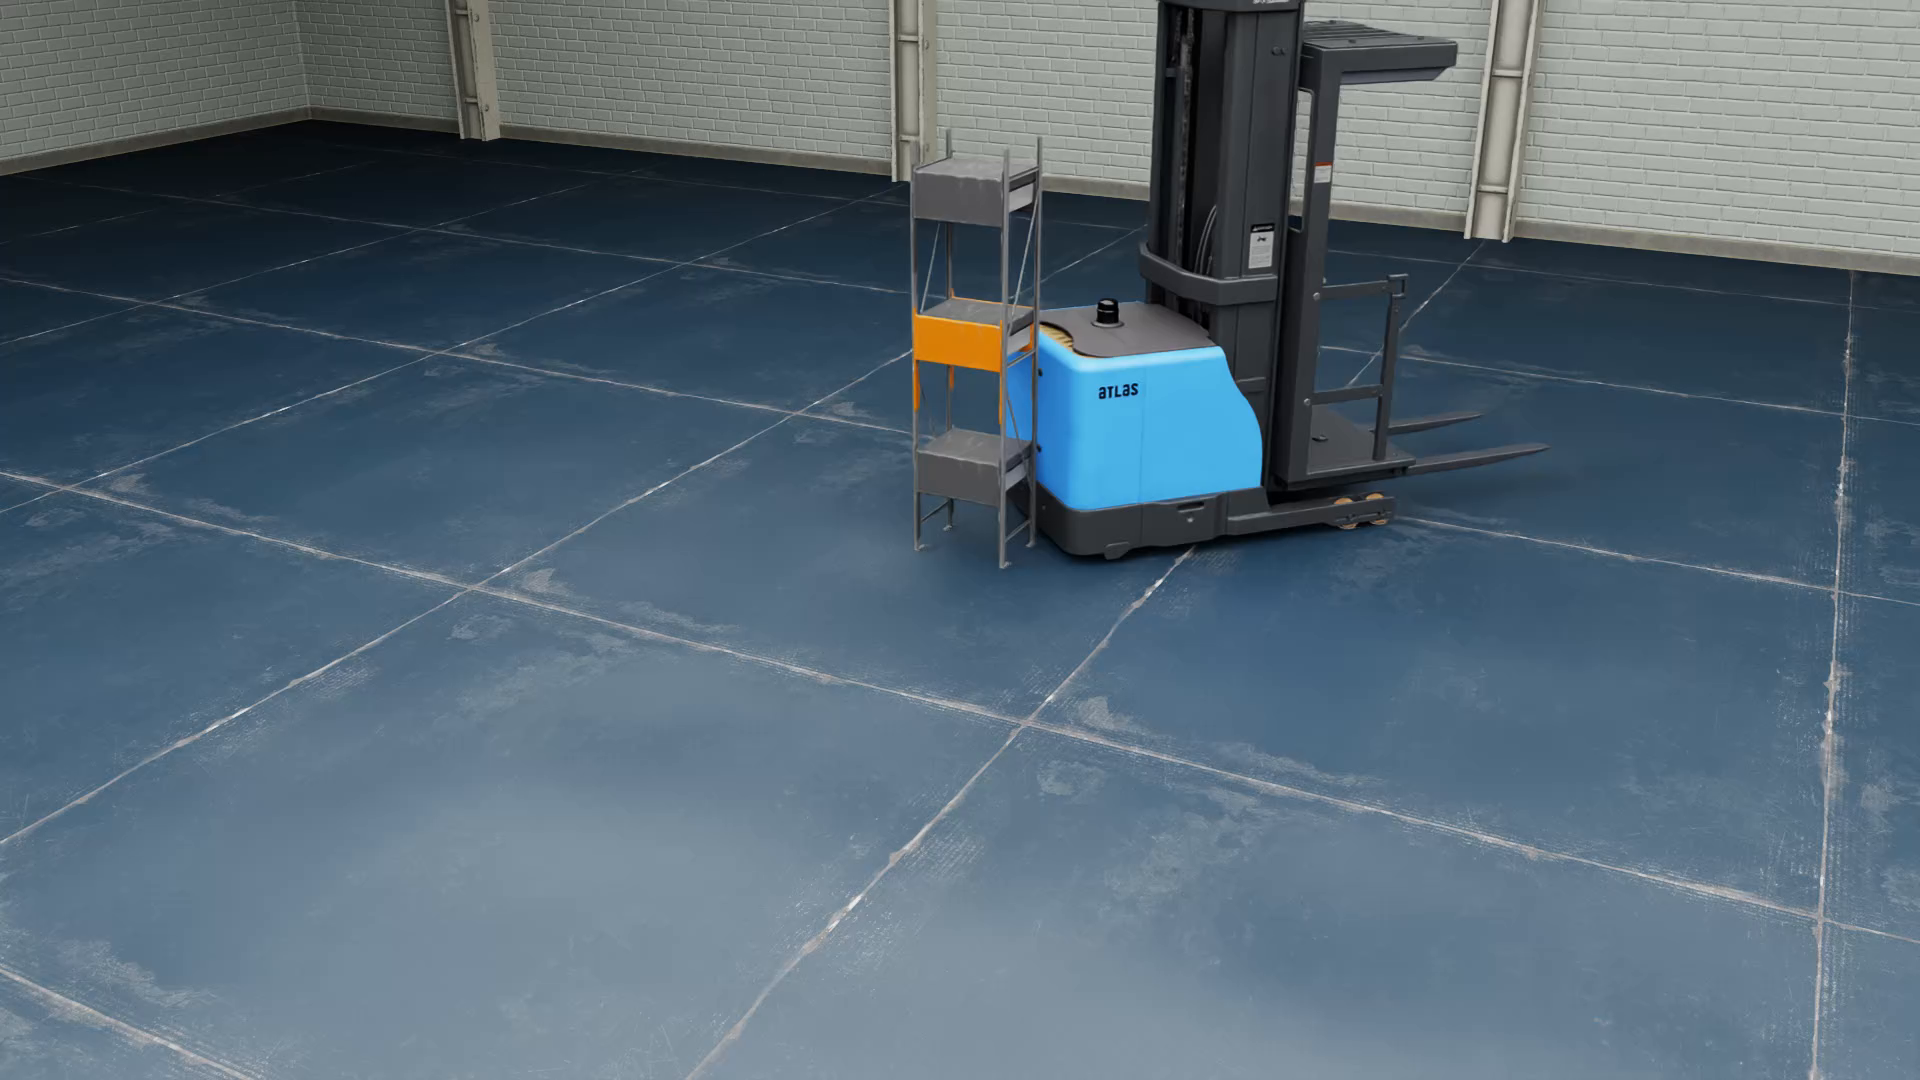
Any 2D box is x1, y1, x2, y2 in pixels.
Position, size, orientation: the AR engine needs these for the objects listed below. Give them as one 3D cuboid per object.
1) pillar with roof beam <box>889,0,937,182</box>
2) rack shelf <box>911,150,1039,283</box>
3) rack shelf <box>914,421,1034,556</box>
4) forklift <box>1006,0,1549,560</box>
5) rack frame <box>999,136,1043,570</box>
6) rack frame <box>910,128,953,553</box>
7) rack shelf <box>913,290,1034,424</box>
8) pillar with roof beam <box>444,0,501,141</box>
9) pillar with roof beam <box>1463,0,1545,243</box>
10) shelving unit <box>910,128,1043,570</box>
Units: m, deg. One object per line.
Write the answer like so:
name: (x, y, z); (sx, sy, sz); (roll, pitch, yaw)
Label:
pillar with roof beam: (-2.430, -6.486, 12.502); (0.400, 9.000, 9.100); (11, 25, 25)
rack shelf: (0.079, -1.560, 7.980); (0.480, 0.518, 0.431); (11, 26, 25)
rack shelf: (0.079, -0.271, 8.528); (0.480, 0.518, 0.431); (11, 26, 25)
forklift: (1.805, -1.588, 8.740); (3.031, 2.935, 1.130); (-8, 24, -18)
rack frame: (0.296, -0.884, 8.147); (0.015, 2.100, 0.400); (11, 26, 25)
rack frame: (-0.138, -0.972, 8.351); (0.015, 2.100, 0.400); (11, 26, 25)
rack shelf: (0.079, -0.915, 8.254); (0.480, 0.518, 0.431); (11, 26, 25)
pillar with roof beam: (-7.784, -7.545, 14.993); (0.400, 9.000, 9.100); (11, 25, 25)
pillar with roof beam: (2.925, -5.426, 10.011); (0.400, 9.000, 9.100); (11, 25, 25)
shelving unit: (0.079, -0.928, 8.249); (0.503, 2.100, 0.431); (11, 26, 25)
